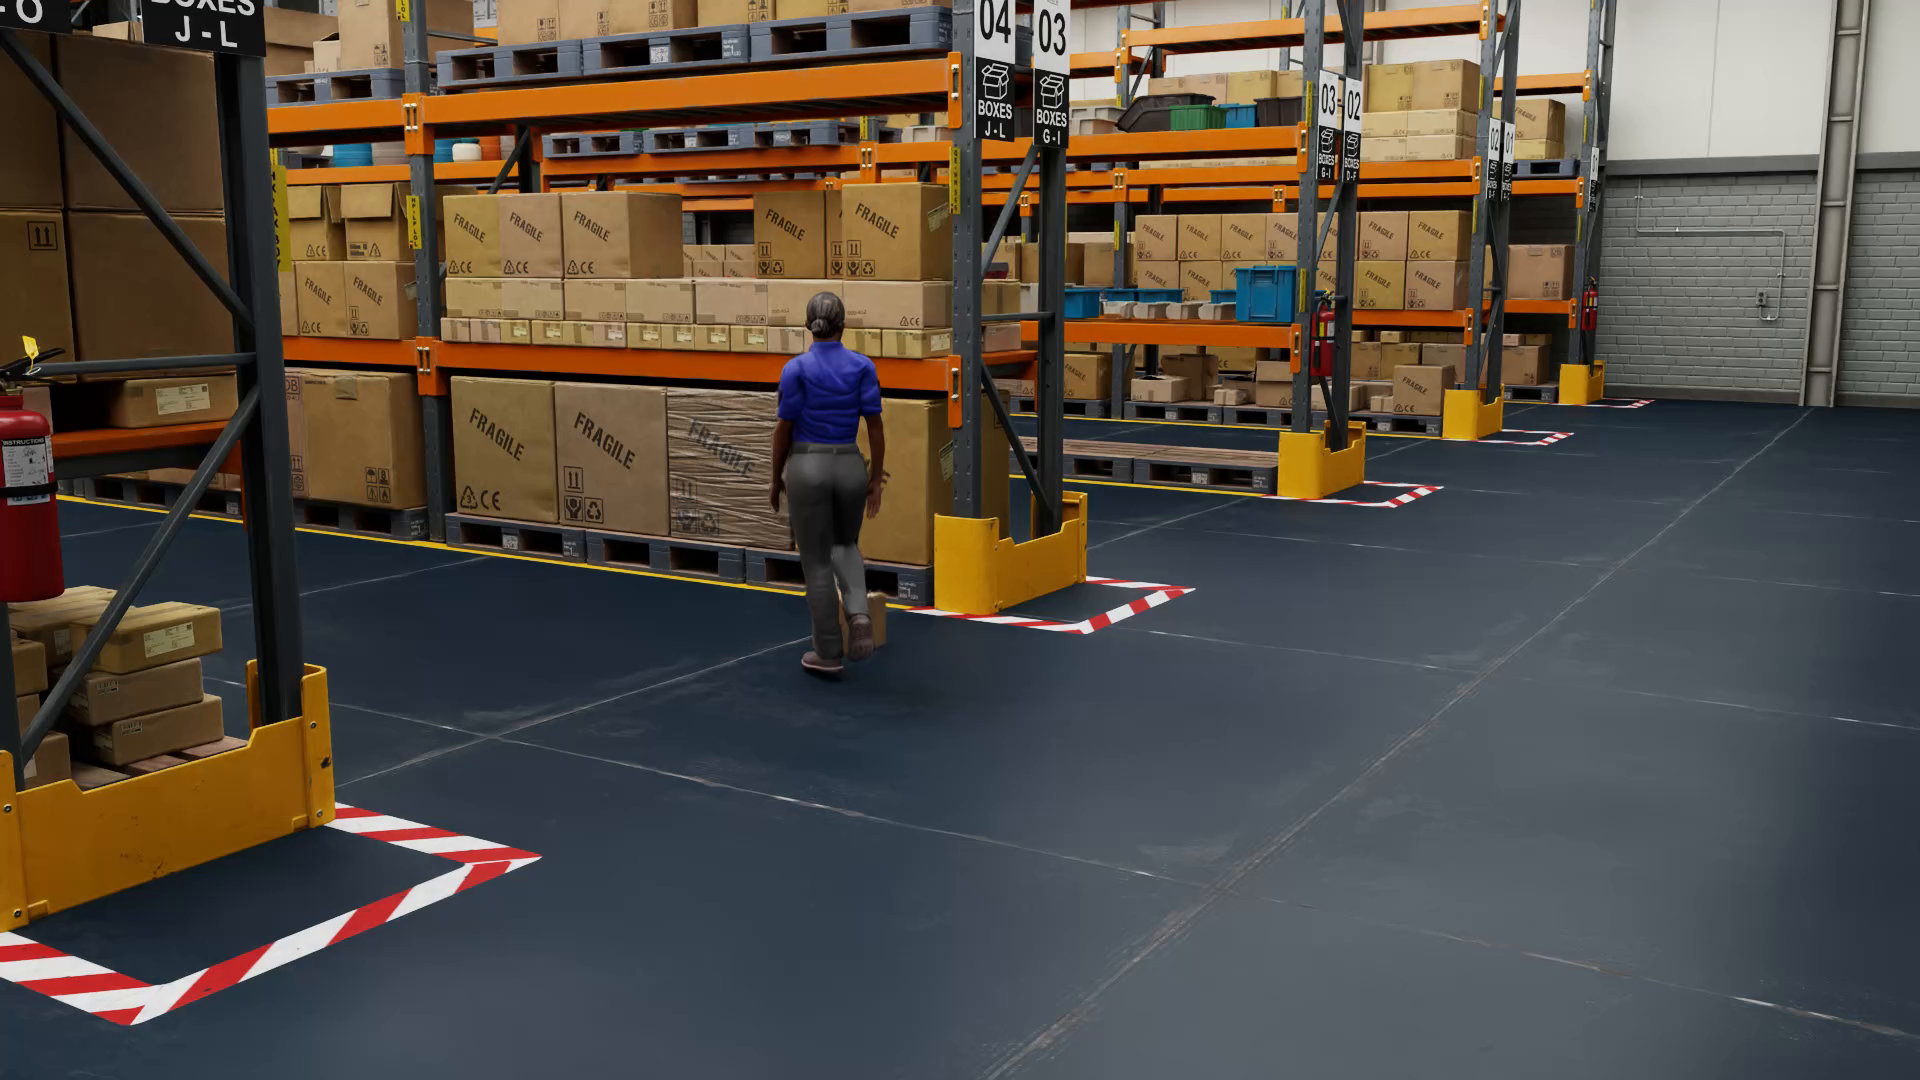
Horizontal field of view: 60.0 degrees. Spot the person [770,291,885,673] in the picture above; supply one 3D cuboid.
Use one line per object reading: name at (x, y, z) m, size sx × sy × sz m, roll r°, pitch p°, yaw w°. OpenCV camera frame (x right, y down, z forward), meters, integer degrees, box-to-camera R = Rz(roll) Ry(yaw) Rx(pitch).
person at (-0.596, -0.256, 7.277) m, size 0.451 × 1.650 × 0.431 m, roll -5°, pitch 11°, yaw -26°
